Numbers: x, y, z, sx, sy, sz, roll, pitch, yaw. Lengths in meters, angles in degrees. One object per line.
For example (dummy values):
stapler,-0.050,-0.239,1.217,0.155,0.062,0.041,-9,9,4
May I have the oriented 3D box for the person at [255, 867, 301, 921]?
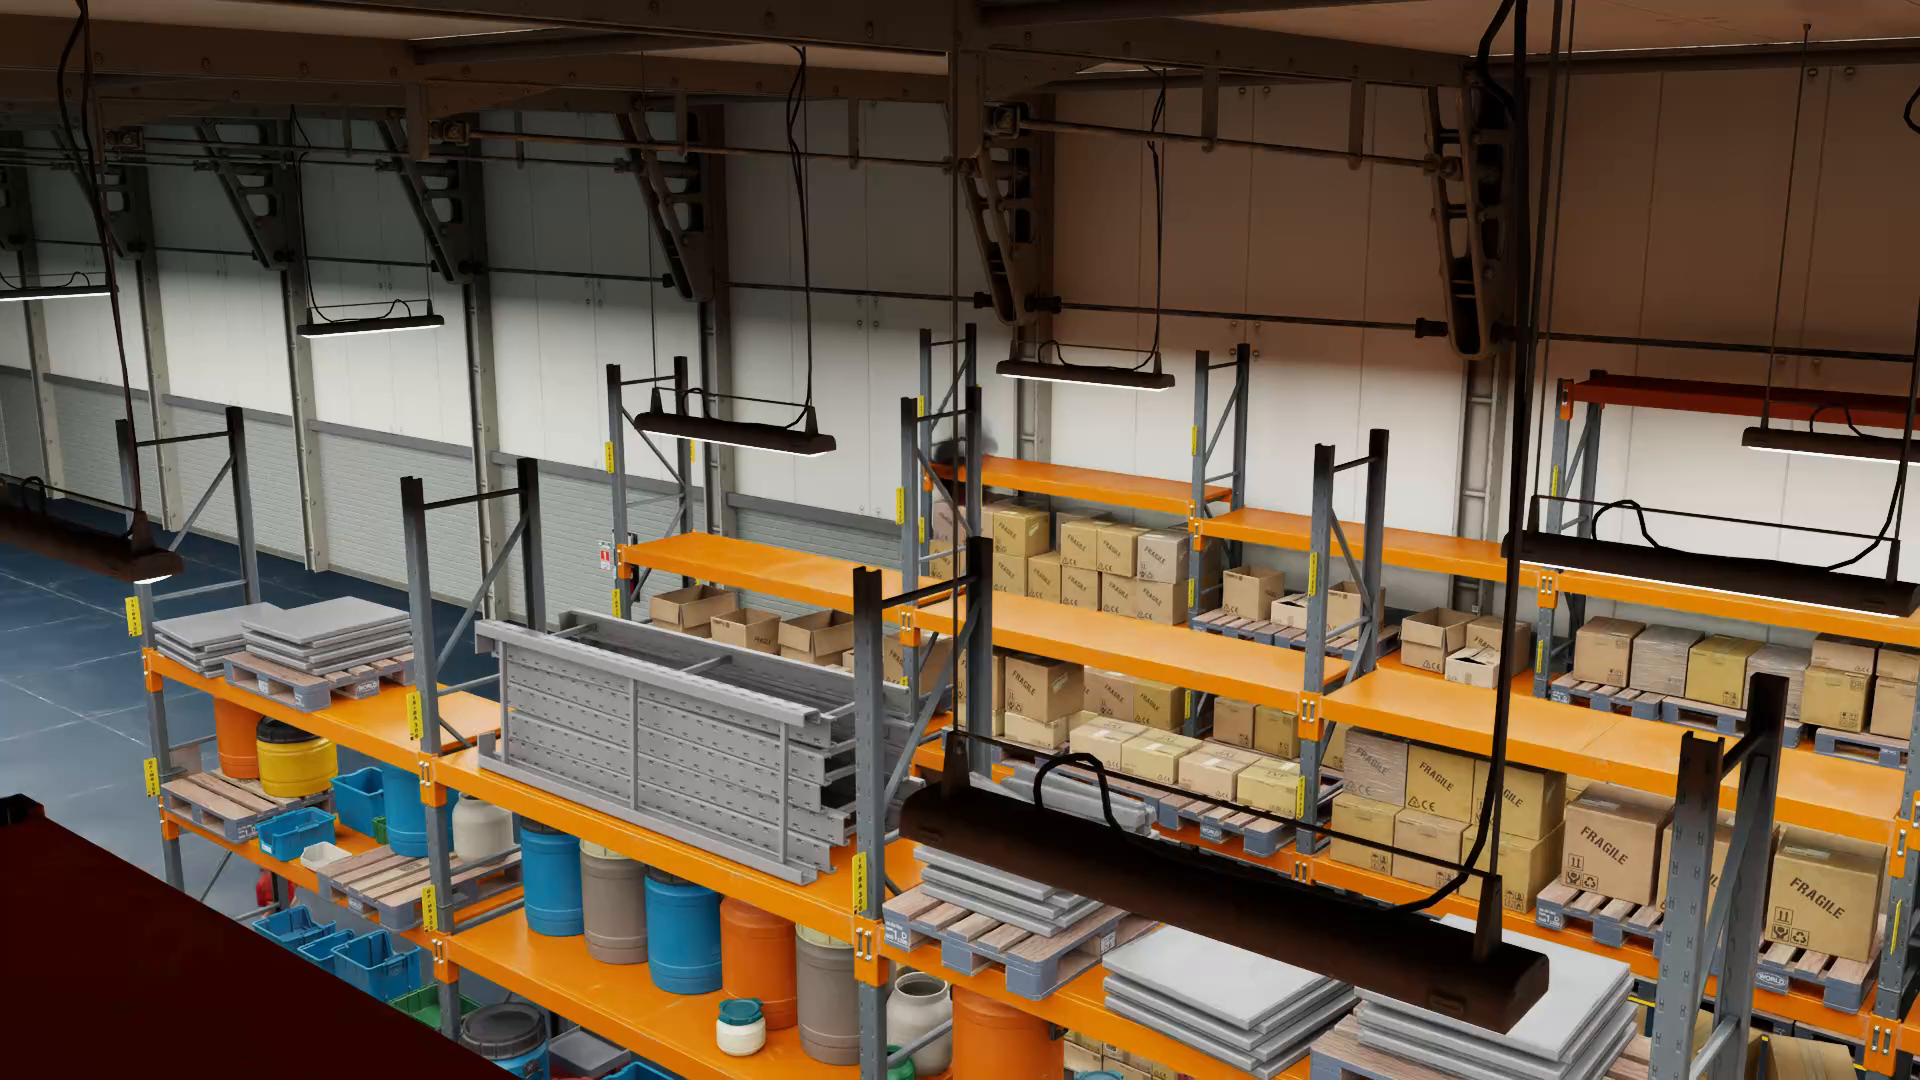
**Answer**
person,-6.612,3.685,16.218,0.563,1.663,0.706,2,13,8
